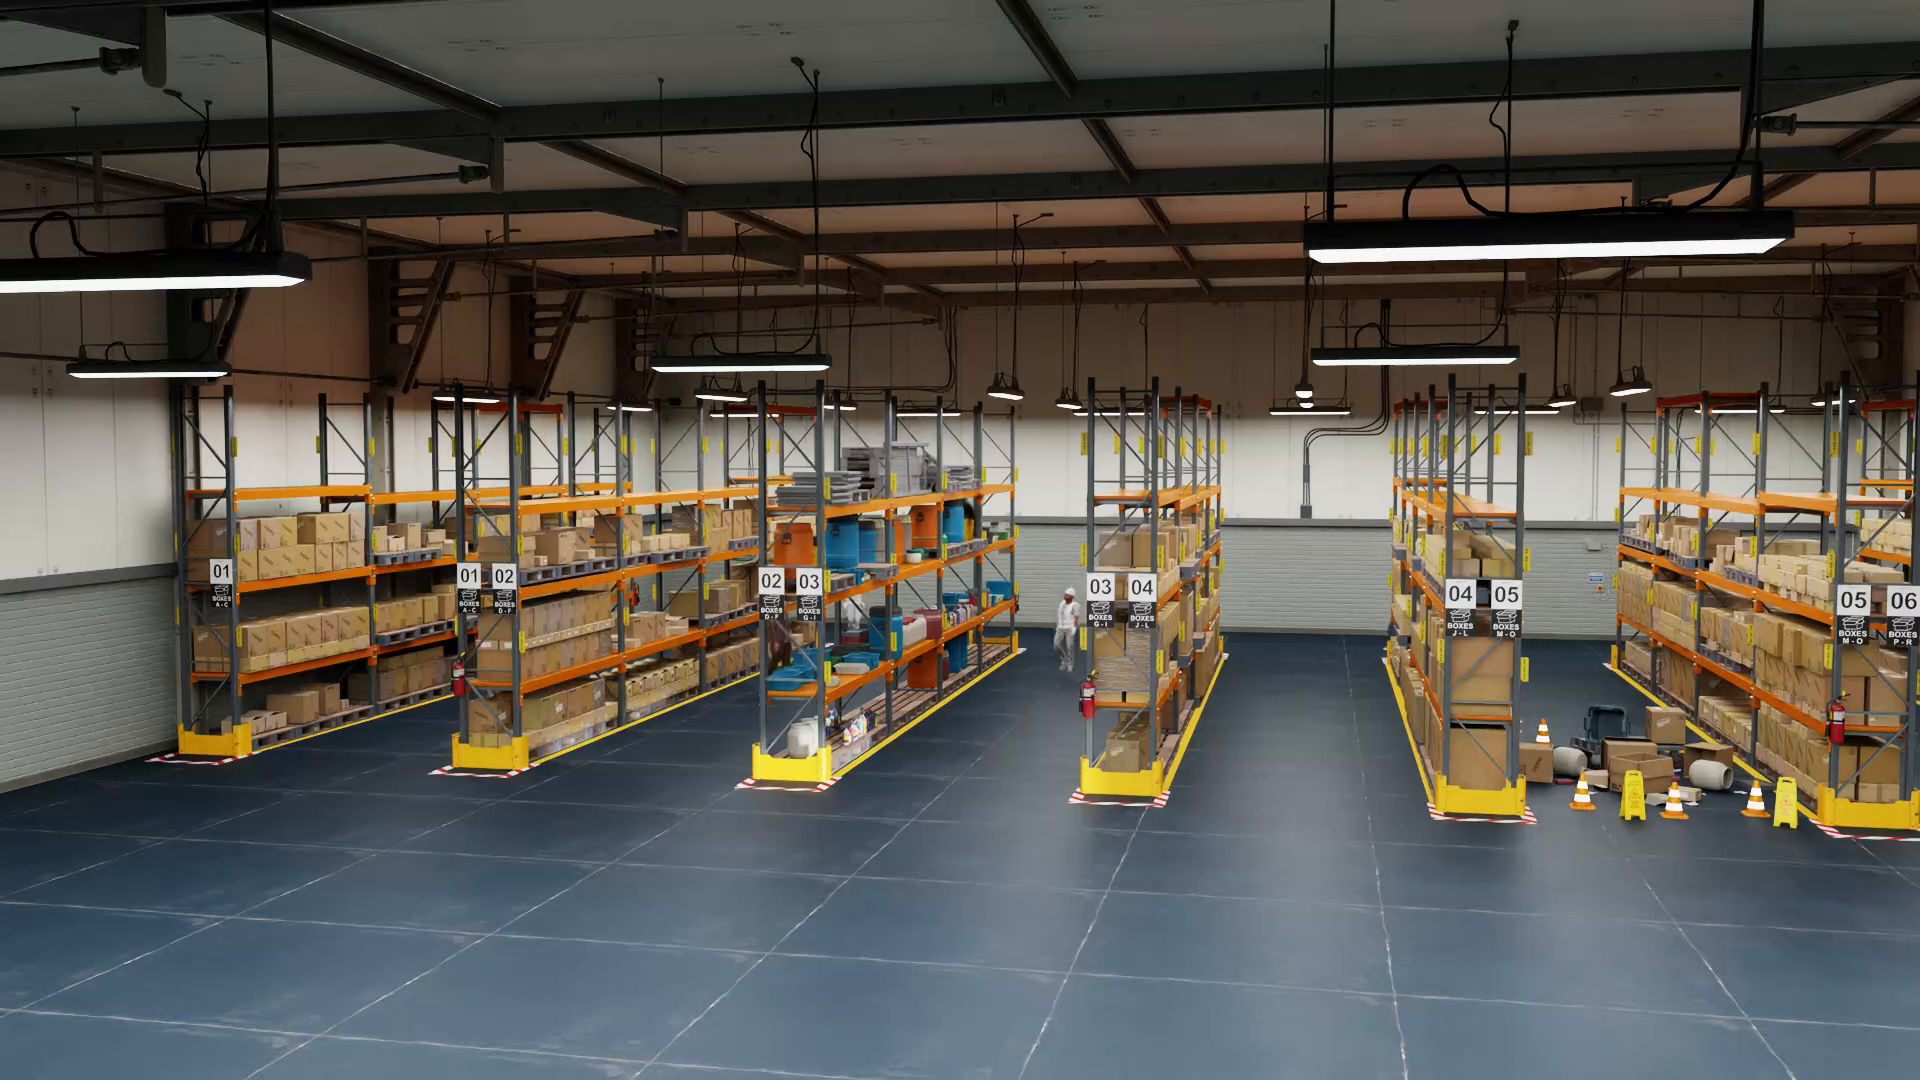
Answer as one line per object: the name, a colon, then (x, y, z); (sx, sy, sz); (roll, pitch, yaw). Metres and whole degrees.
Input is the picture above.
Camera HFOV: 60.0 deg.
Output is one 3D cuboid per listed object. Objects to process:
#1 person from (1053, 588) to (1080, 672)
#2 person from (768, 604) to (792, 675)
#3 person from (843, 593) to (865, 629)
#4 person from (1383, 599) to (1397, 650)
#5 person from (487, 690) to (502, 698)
person: (2.266, 1.930, 35.524); (0.675, 1.795, 0.566); (2, 4, 35)
person: (-3.609, 2.061, 33.524); (0.668, 1.790, 0.607); (2, 4, 31)
person: (-2.750, 1.698, 42.912); (0.588, 1.778, 0.486); (-1, 3, -12)
person: (10.722, 1.928, 40.727); (0.689, 1.568, 0.455); (0, 3, 3)
person: (-9.065, 2.297, 32.562); (0.552, 1.809, 0.618); (1, 3, 22)
